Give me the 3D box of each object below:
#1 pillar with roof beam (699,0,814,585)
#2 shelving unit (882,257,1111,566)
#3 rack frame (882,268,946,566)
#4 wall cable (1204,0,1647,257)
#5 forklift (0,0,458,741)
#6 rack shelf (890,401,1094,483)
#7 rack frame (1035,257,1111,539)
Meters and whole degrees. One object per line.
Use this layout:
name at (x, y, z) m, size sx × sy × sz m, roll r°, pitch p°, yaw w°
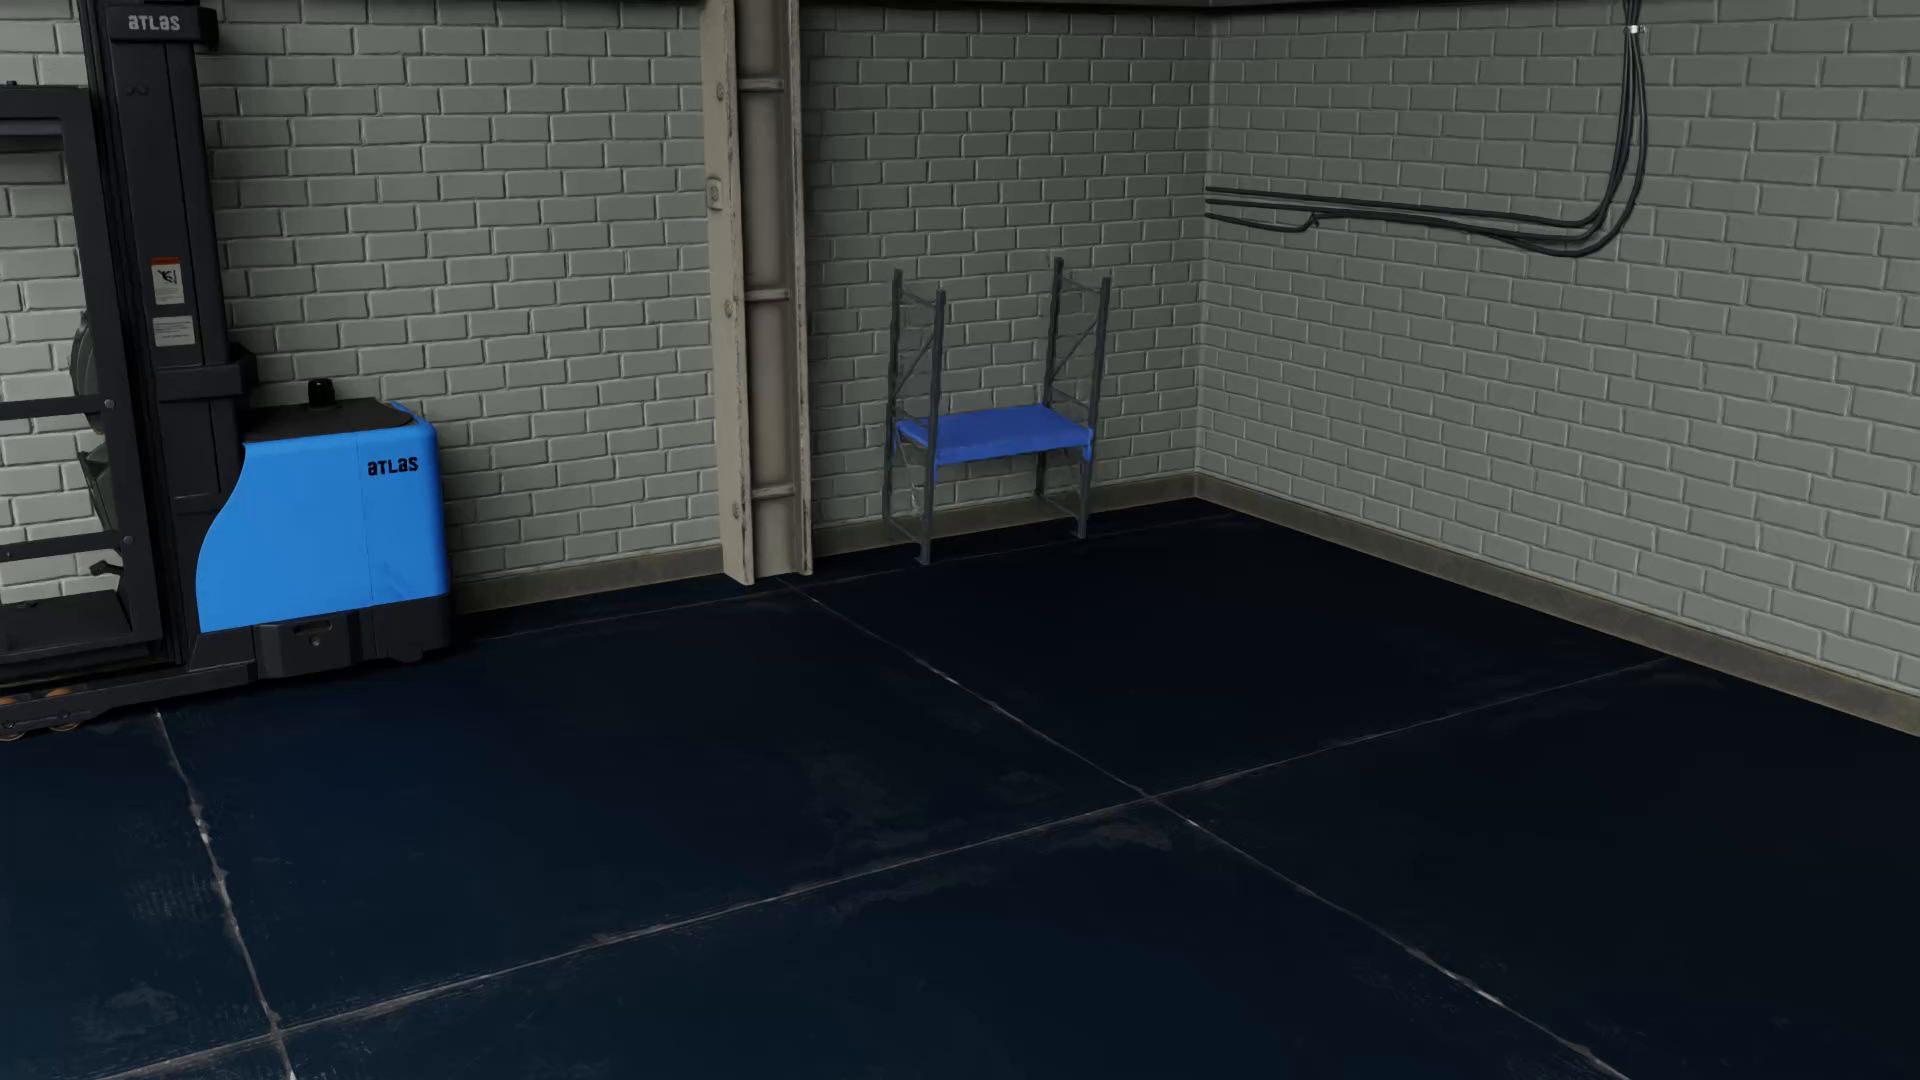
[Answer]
pillar with roof beam at (1.199, -3.165, 4.030) m, size 0.400 × 9.000 × 9.100 m, roll -9°, pitch 18°, yaw -30°
shelving unit at (0.181, -0.715, 9.065) m, size 1.048 × 1.500 × 0.538 m, roll -9°, pitch 26°, yaw -29°
rack frame at (-0.257, -0.643, 8.816) m, size 0.032 × 1.500 × 0.500 m, roll -9°, pitch 26°, yaw -29°
wall cable at (2.188, -2.770, 8.371) m, size 0.112 × 2.526 × 3.097 m, roll -9°, pitch 18°, yaw -30°
forklift at (-3.793, -0.779, 6.758) m, size 3.031 × 2.935 × 1.130 m, roll -9°, pitch 18°, yaw -30°
rack shelf at (0.170, -0.549, 9.133) m, size 1.000 × 0.185 × 0.538 m, roll -9°, pitch 26°, yaw -29°
rack frame at (0.618, -0.788, 9.313) m, size 0.032 × 1.500 × 0.500 m, roll -9°, pitch 26°, yaw -29°
